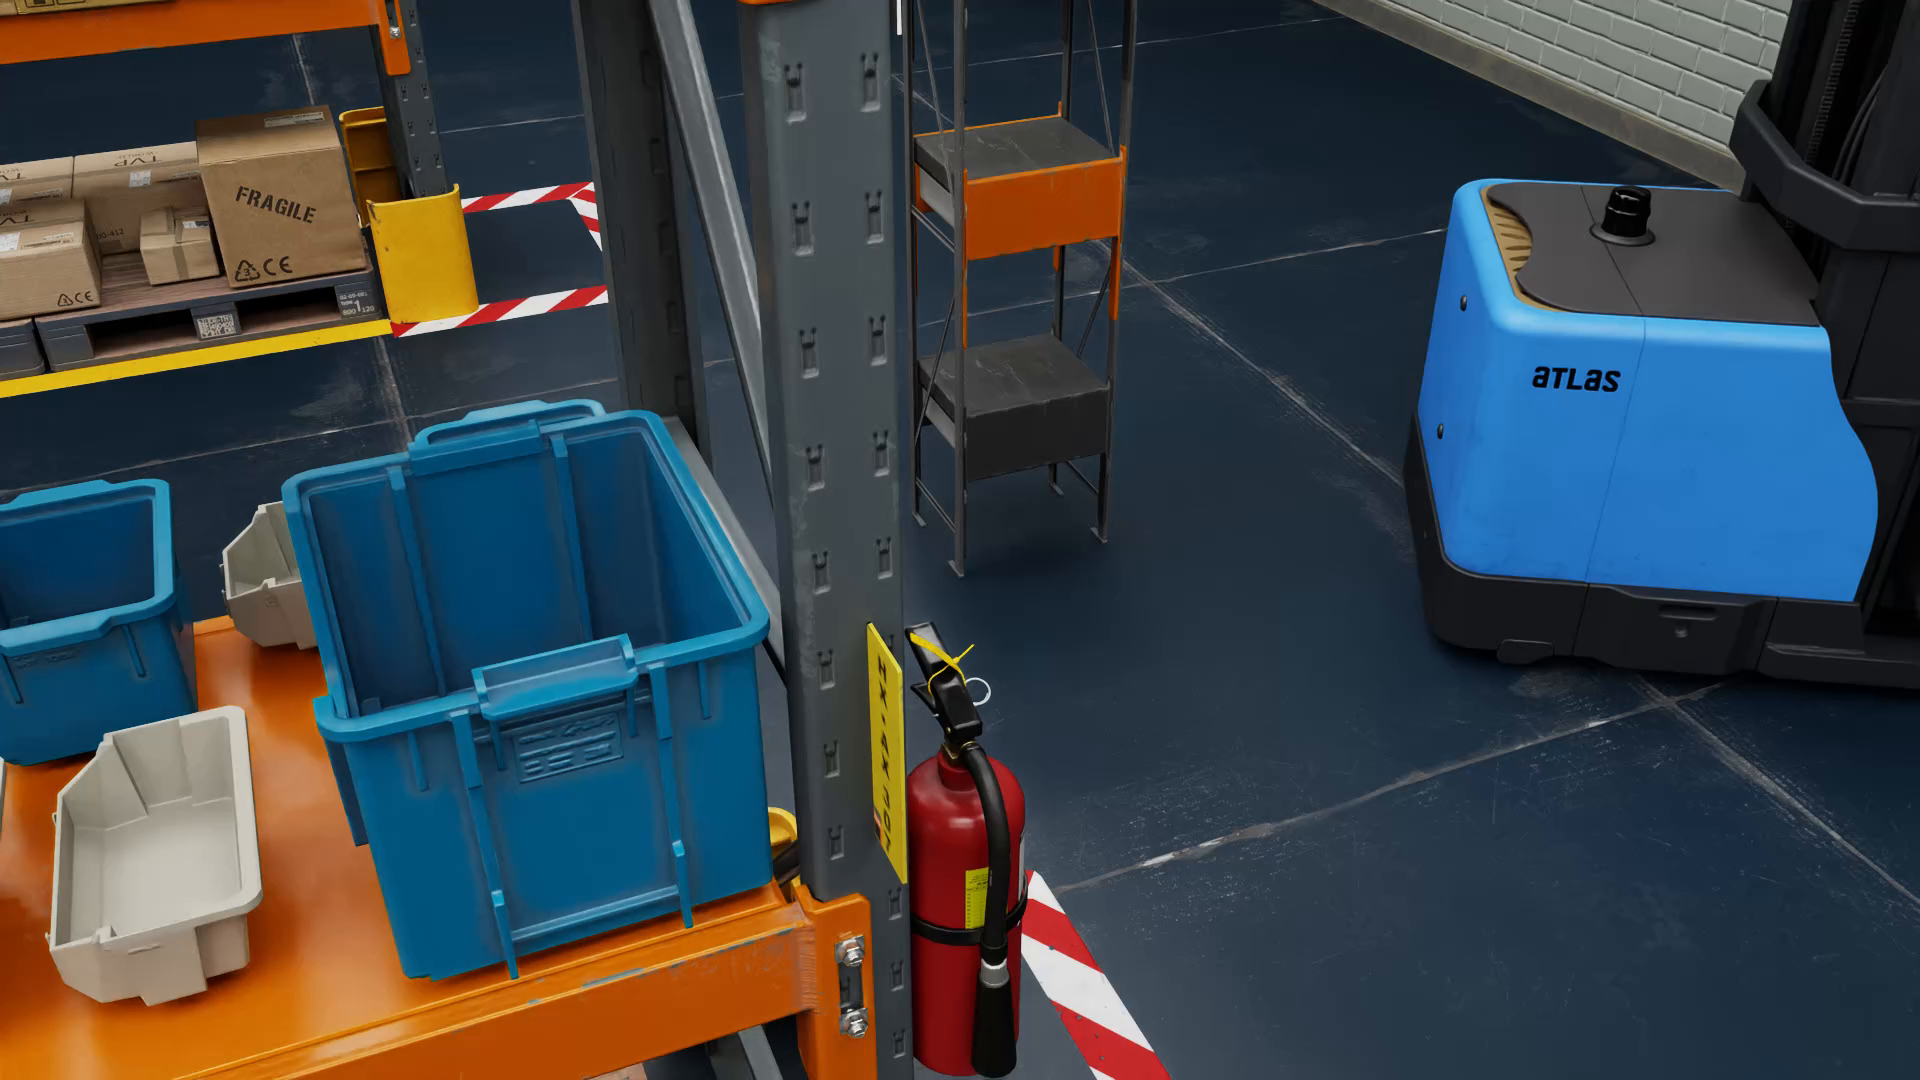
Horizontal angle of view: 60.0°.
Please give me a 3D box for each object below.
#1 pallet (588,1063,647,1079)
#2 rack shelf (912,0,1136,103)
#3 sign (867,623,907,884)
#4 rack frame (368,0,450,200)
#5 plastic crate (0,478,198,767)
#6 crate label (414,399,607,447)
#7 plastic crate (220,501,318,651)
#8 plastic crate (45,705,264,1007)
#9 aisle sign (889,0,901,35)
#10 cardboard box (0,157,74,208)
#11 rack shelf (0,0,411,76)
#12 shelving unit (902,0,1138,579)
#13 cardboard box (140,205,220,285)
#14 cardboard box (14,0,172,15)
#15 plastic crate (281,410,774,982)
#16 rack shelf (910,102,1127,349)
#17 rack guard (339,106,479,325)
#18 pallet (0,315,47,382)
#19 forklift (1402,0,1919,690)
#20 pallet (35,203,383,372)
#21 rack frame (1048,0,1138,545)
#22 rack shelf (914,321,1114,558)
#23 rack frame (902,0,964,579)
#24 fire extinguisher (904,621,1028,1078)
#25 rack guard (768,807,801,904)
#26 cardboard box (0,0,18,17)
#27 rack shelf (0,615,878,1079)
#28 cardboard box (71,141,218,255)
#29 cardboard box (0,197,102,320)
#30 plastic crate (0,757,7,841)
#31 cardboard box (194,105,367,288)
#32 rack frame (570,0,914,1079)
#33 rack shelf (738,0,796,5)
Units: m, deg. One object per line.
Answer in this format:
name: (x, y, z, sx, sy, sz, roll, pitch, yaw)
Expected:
pallet: (-1.089, 1.374, 2.945, 1.213, 0.211, 1.003, -13, 35, -19)
rack shelf: (0.153, -1.490, 4.357, 0.480, 0.518, 0.431, -13, 35, -19)
sign: (-0.085, 0.255, 1.957, 0.005, 0.325, 0.100, -13, 35, -19)
rack frame: (-2.227, -2.441, 6.251, 0.127, 3.000, 1.000, -13, 35, -19)
plastic crate: (-1.275, 0.121, 2.412, 0.300, 0.233, 0.416, -13, 35, -19)
crate label: (-0.668, -0.018, 2.625, 0.303, 0.233, 0.416, -13, 35, -19)
plastic crate: (-0.996, 0.049, 2.612, 0.298, 0.136, 0.250, -13, 35, -19)
plastic crate: (-0.995, 0.399, 2.073, 0.243, 0.136, 0.396, -13, 35, -19)
aisle sign: (-0.133, -0.907, 1.510, 0.004, 0.787, 0.394, -13, 35, -19)
cardboard box: (-3.760, -1.290, 6.599, 0.500, 0.250, 0.500, -13, 35, -19)
rack shelf: (-4.071, -1.717, 5.798, 4.000, 0.370, 1.077, -13, 35, -19)
shelving unit: (0.153, -0.915, 4.731, 0.503, 2.100, 0.431, -13, 35, -19)
cardboard box: (-3.042, -1.159, 6.475, 0.250, 0.166, 0.380, -13, 35, -19)
cardboard box: (-3.012, -2.140, 5.697, 0.500, 0.500, 0.500, -13, 35, -19)
plastic crate: (-0.550, 0.175, 2.143, 0.499, 0.435, 0.616, -13, 35, -19)
rack shelf: (0.153, -0.904, 4.738, 0.480, 0.518, 0.431, -13, 35, -19)
rack guard: (-2.297, -1.377, 6.908, 0.348, 0.500, 1.175, -13, 35, -19)
pallet: (-4.155, -0.832, 6.335, 1.213, 0.211, 1.003, -13, 35, -19)
forklift: (2.894, -1.045, 4.168, 3.031, 2.935, 1.130, 4, 33, 7)
pallet: (-3.032, -1.087, 6.728, 1.213, 0.211, 1.003, -13, 35, -19)
rack frame: (0.378, -0.967, 4.810, 0.015, 2.100, 0.400, -13, 35, -19)
rack shelf: (0.153, -0.317, 5.120, 0.480, 0.518, 0.431, -13, 35, -19)
rack frame: (-0.072, -0.864, 4.652, 0.015, 2.100, 0.400, -13, 35, -19)
fire extinguisher: (0.002, 0.436, 2.242, 0.183, 0.674, 0.296, -13, 35, -19)
rack guard: (-0.296, 1.087, 3.121, 0.348, 0.500, 1.175, -13, 35, -19)
cardboard box: (-3.474, -2.038, 5.540, 0.500, 0.500, 0.500, -13, 35, -19)
rack shelf: (-2.157, 0.774, 1.969, 4.000, 0.370, 1.077, -13, 35, -19)
cardboard box: (-3.299, -1.395, 6.762, 0.500, 0.250, 0.500, -13, 35, -19)
cardboard box: (-3.521, -1.049, 6.229, 0.500, 0.250, 0.500, -13, 35, -19)
plastic crate: (-1.268, 0.453, 1.990, 0.243, 0.136, 0.396, -13, 35, -19)
cardboard box: (-2.633, -1.339, 6.446, 0.500, 0.500, 0.500, -13, 35, -19)
rack frame: (-0.313, 0.051, 2.422, 0.127, 3.000, 1.000, -13, 35, -19)
rack shelf: (-2.157, -0.483, 1.151, 4.000, 0.370, 1.077, -13, 35, -19)
